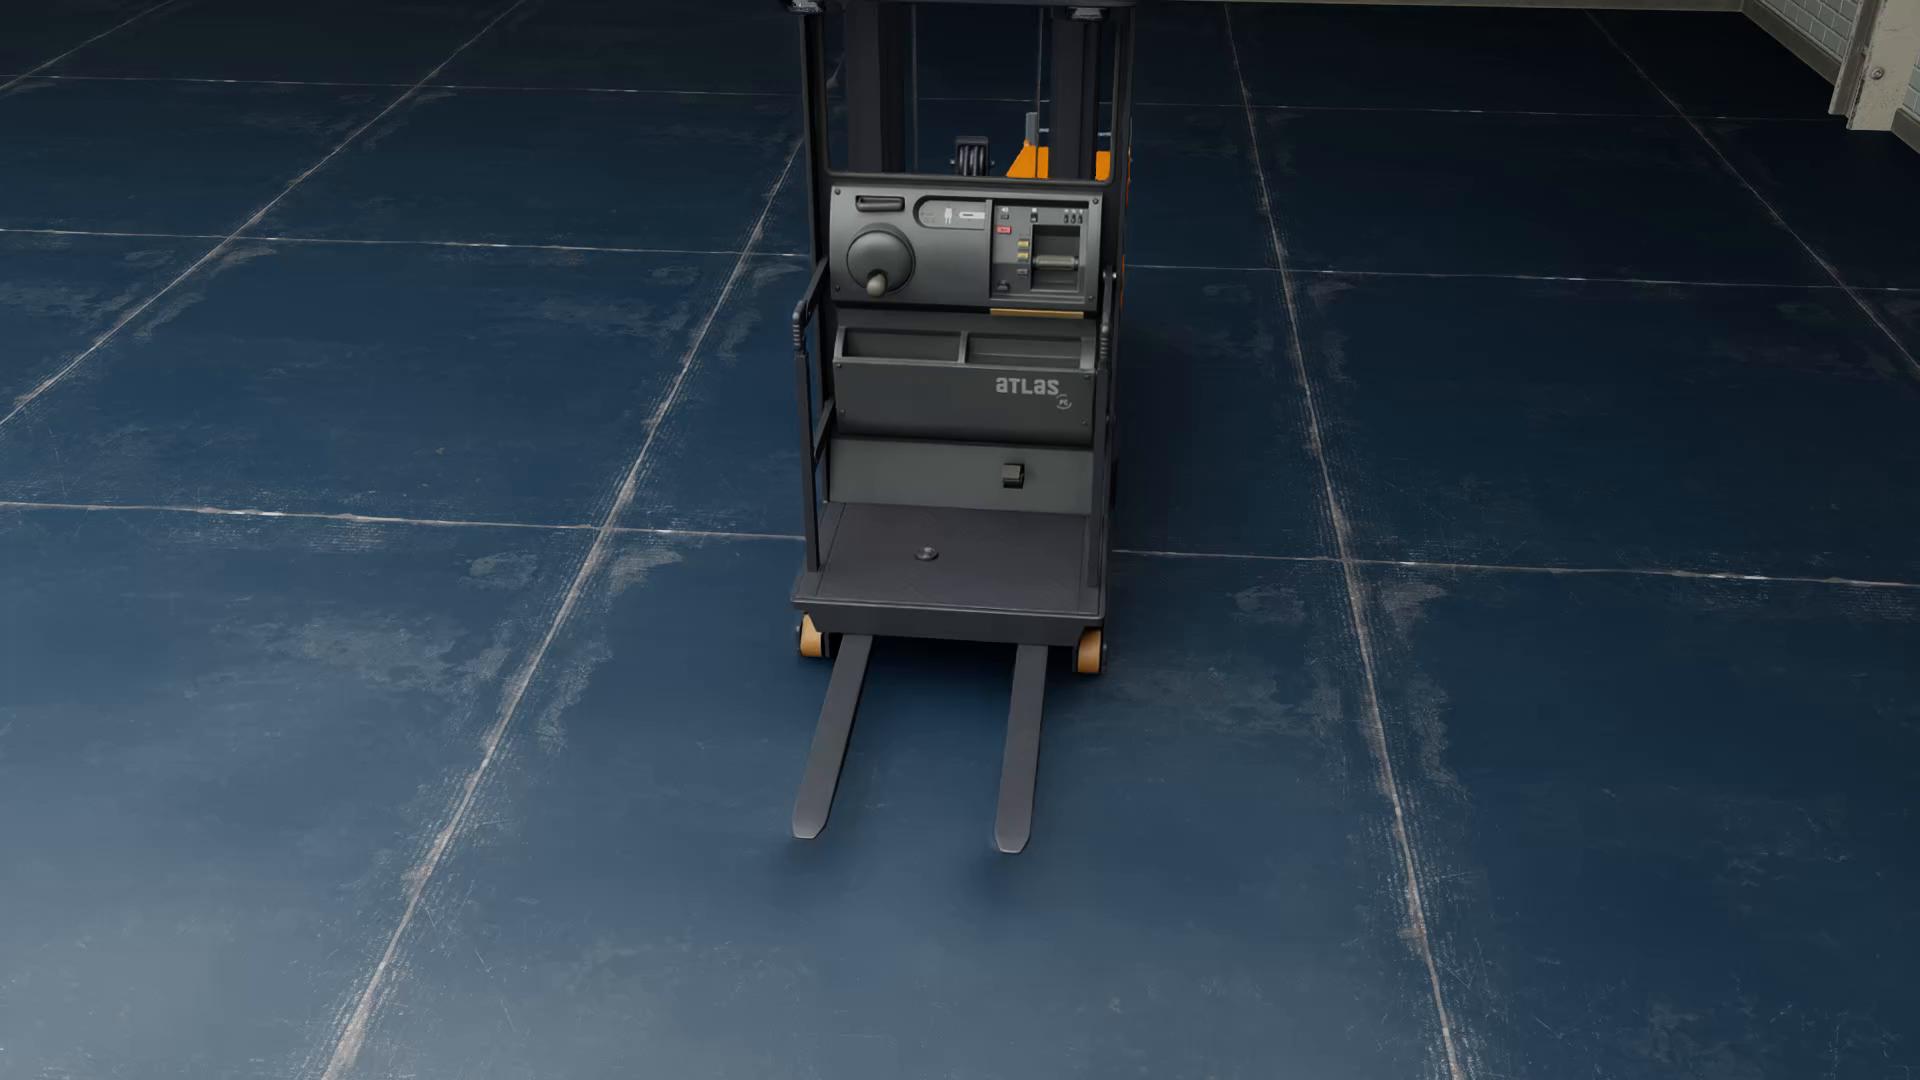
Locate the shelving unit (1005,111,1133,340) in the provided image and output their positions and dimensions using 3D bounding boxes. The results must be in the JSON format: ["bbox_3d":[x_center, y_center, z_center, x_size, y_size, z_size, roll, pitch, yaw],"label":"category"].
[{"bbox_3d":[0.442,-1.268,7.735,0.538,1.125,1.048,7,32,12],"label":"shelving unit"}]

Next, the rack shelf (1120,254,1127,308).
[{"bbox_3d":[0.442,-1.060,7.864,0.538,0.278,1.000,7,32,12],"label":"rack shelf"}]

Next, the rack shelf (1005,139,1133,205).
[{"bbox_3d":[0.442,-1.517,7.582,0.538,0.278,1.000,7,32,12],"label":"rack shelf"}]

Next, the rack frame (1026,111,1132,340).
[{"bbox_3d":[0.561,-1.527,8.156,0.500,1.125,0.032,7,32,12],"label":"rack frame"}]

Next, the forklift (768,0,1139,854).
[{"bbox_3d":[-0.002,-0.954,5.504,1.130,2.935,3.031,3,32,5],"label":"forklift"}]

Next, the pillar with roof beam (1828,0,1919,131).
[{"bbox_3d":[1.897,-6.892,9.357,9.100,9.000,0.400,2,32,4],"label":"pillar with roof beam"}]
